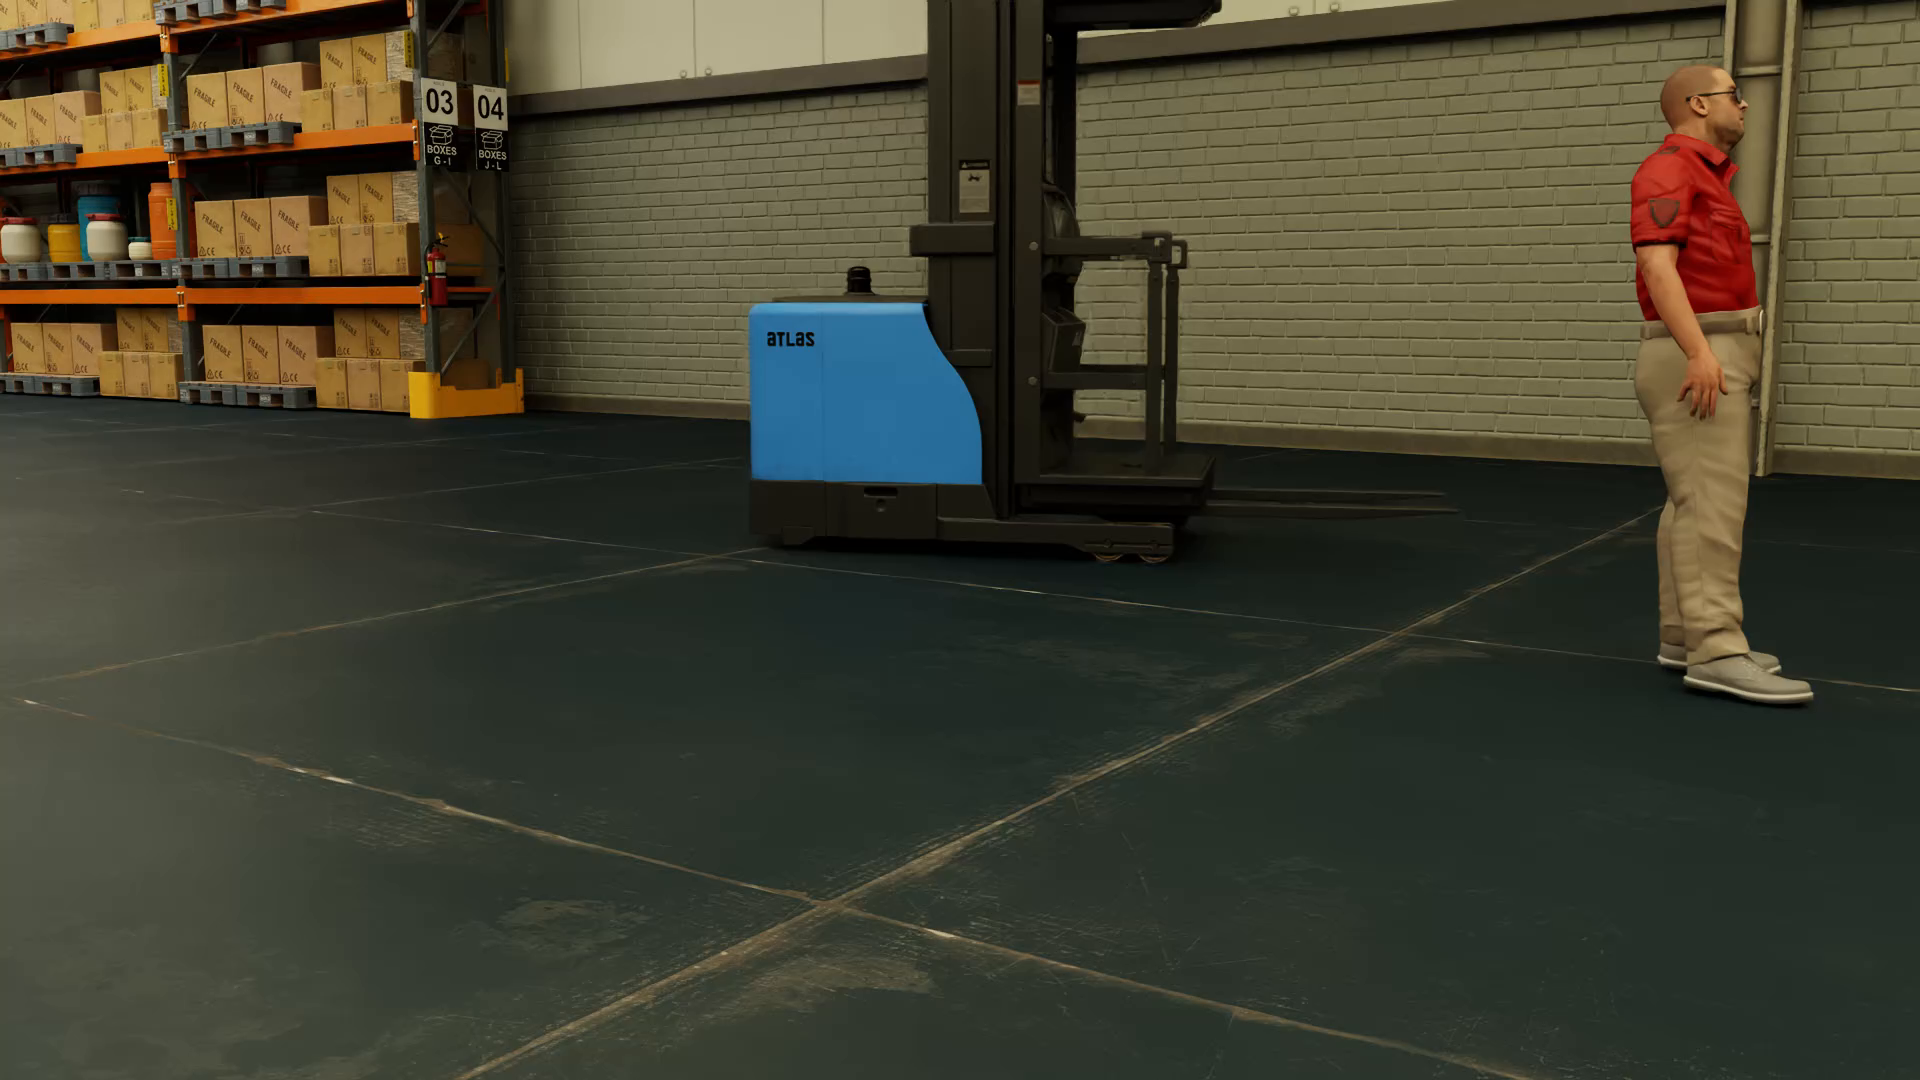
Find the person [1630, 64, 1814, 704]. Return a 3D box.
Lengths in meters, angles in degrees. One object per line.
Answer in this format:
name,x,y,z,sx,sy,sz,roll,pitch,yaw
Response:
person,2.176,-0.464,4.679,0.550,1.727,0.637,5,9,31

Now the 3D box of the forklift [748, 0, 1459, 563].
forklift,0.635,-1.435,7.287,3.031,2.935,1.130,2,8,11
